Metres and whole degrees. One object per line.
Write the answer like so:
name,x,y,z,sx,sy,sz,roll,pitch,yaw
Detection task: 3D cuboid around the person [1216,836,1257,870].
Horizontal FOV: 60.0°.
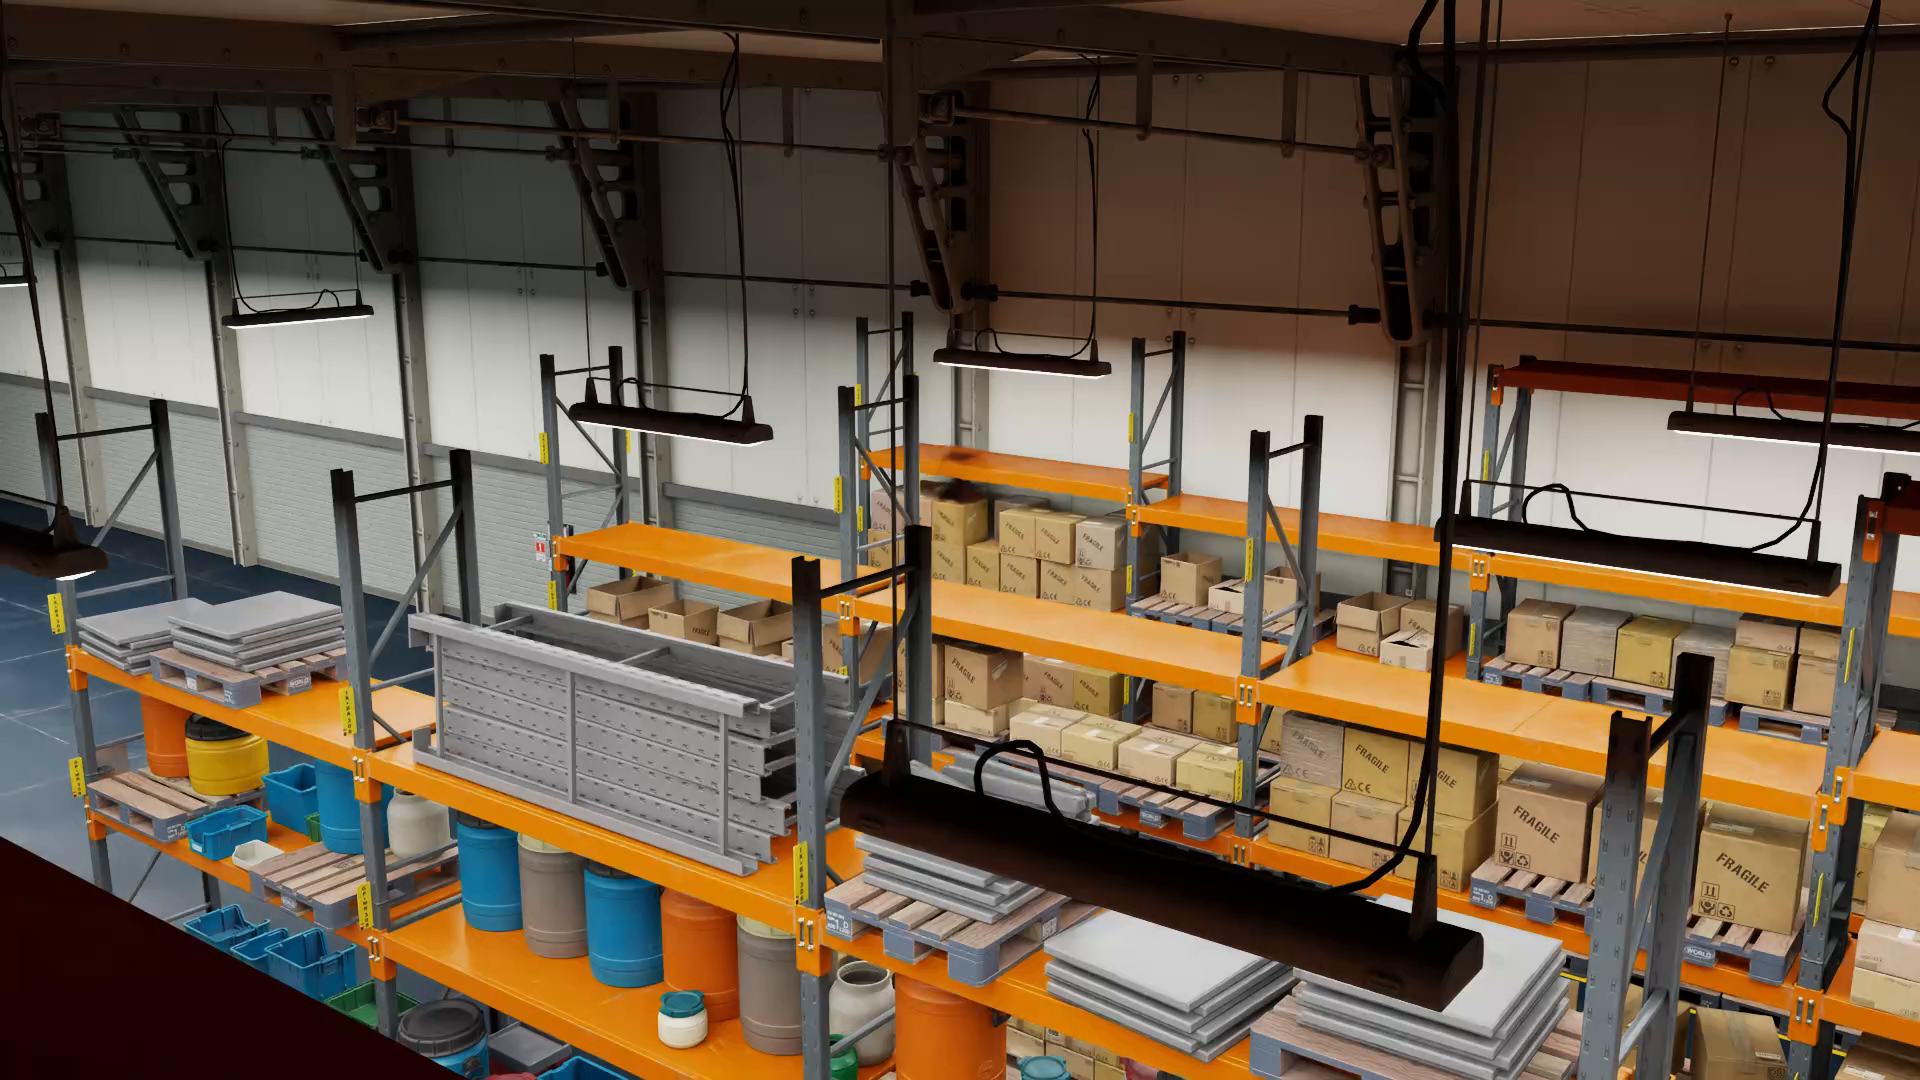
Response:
person,2.911,3.300,17.465,0.940,1.623,0.577,11,17,39
